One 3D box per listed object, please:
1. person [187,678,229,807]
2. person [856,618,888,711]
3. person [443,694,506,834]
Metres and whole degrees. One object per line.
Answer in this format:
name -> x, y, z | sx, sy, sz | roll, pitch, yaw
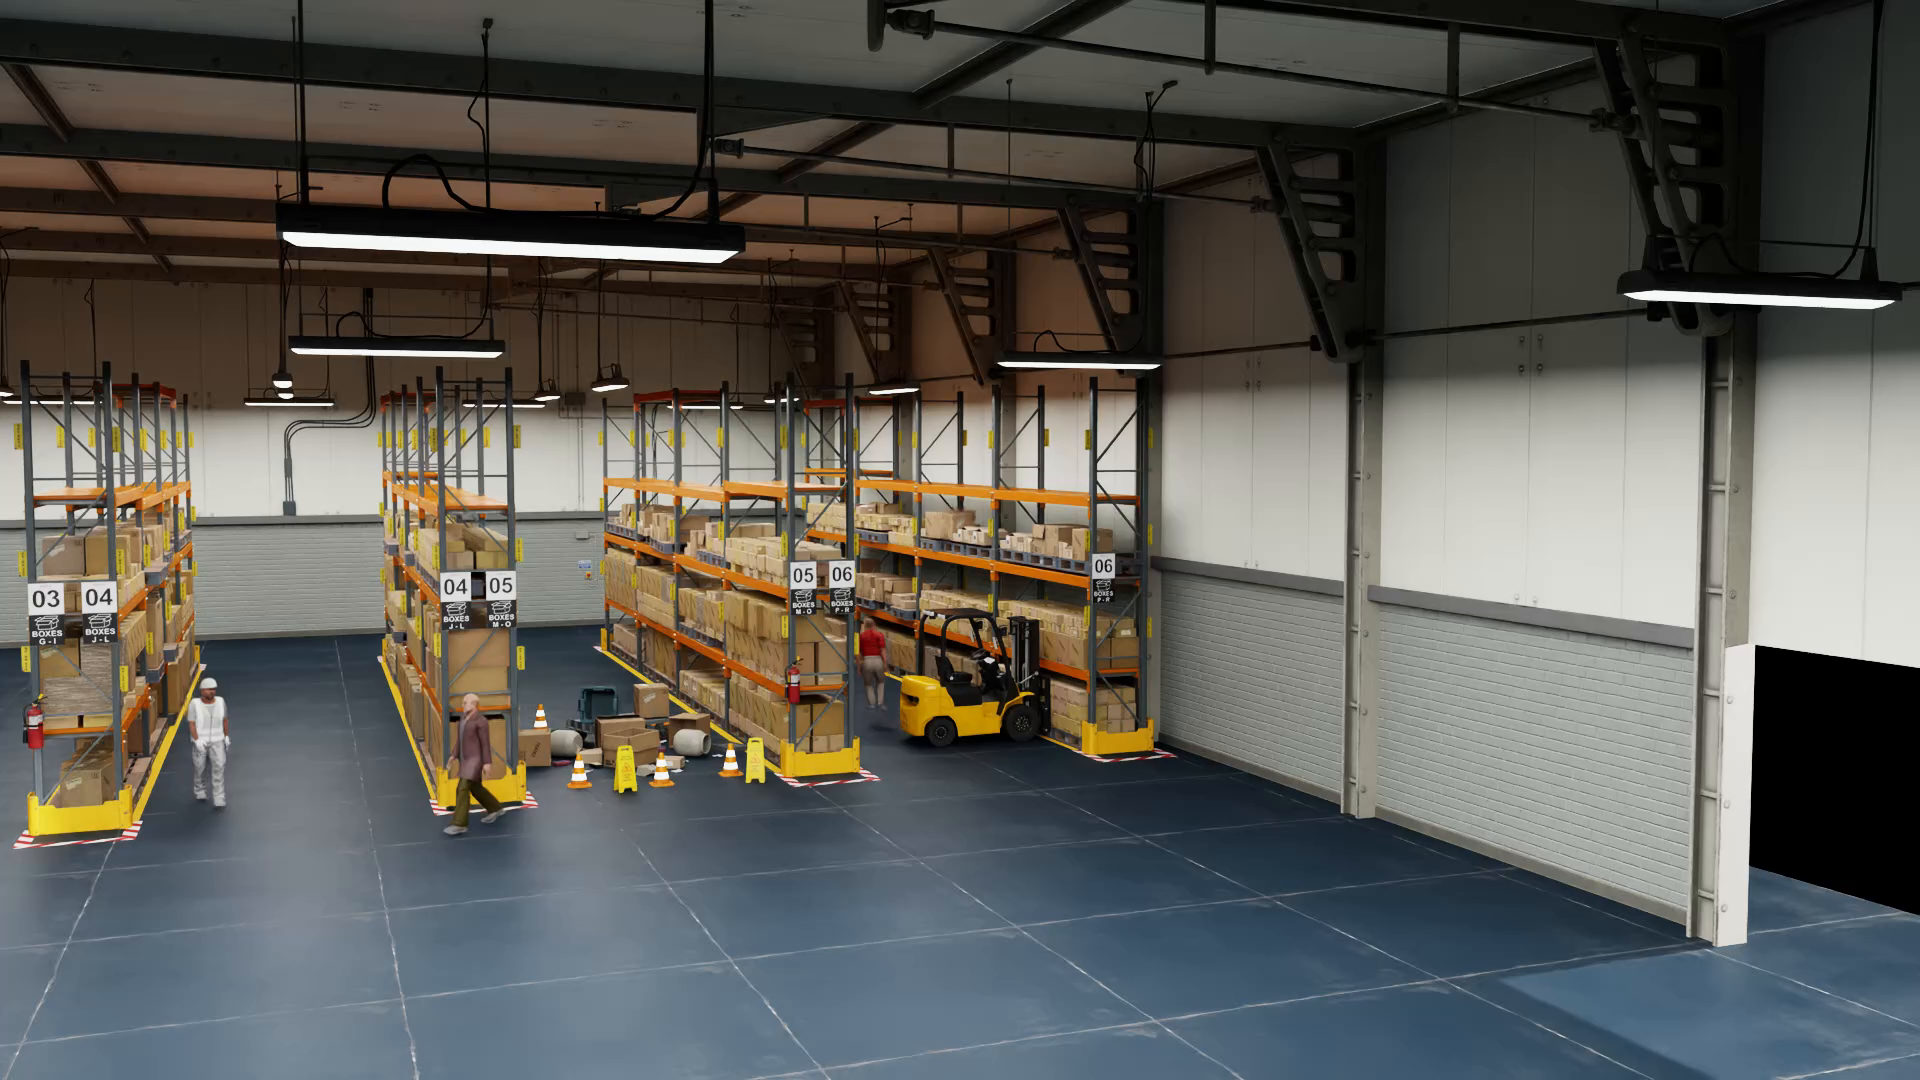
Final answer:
person -> -10.261, 2.749, 22.778 | 0.574, 1.724, 0.995 | -3, 4, -37
person -> -1.559, 2.213, 29.390 | 0.565, 1.669, 0.567 | -1, 3, -9
person -> -6.273, 2.842, 21.398 | 0.976, 1.744, 0.582 | -3, 4, -39
